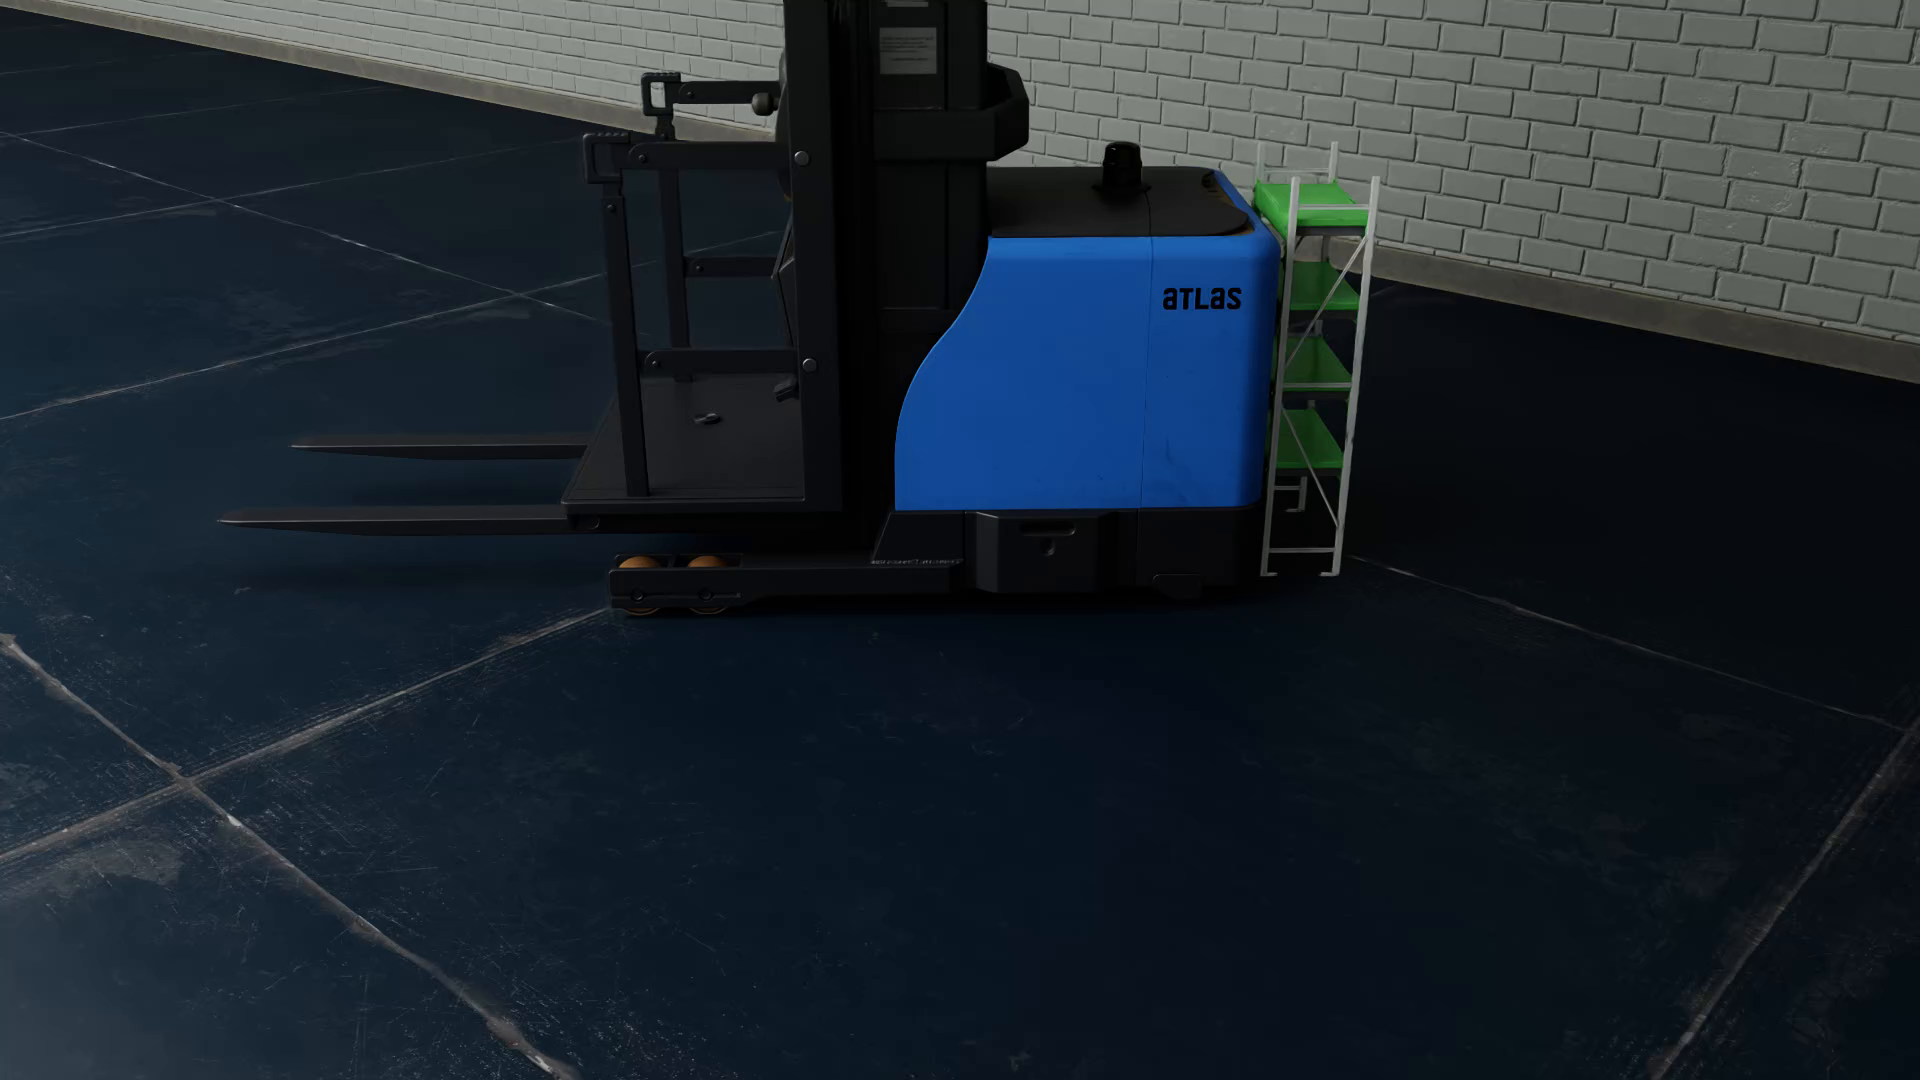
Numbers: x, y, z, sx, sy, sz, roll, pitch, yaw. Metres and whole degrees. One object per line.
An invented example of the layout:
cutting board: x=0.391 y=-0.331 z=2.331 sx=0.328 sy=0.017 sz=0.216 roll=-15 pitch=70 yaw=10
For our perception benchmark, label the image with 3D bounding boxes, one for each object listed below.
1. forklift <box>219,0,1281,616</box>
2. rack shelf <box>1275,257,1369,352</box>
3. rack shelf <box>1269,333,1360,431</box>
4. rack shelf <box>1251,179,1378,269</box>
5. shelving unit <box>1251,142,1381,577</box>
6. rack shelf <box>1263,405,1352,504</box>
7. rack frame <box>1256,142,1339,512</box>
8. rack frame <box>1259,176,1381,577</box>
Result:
forklift: x=-0.647 y=-1.340 z=4.656 sx=3.031 sy=2.935 sz=1.130 roll=-1 pitch=24 yaw=-1
rack shelf: x=1.017 y=-0.702 z=4.917 sx=0.258 sy=0.148 sz=0.480 roll=-1 pitch=24 yaw=-1
rack shelf: x=1.017 y=-0.483 z=5.015 sx=0.258 sy=0.148 sz=0.480 roll=-1 pitch=24 yaw=-1
rack shelf: x=1.018 y=-0.921 z=4.819 sx=0.258 sy=0.148 sz=0.480 roll=-1 pitch=24 yaw=-1
shelving unit: x=1.017 y=-0.541 z=4.989 sx=0.258 sy=1.200 sz=0.503 roll=-1 pitch=24 yaw=-1
rack shelf: x=1.016 y=-0.264 z=5.114 sx=0.258 sy=0.148 sz=0.480 roll=-1 pitch=24 yaw=-1
rack frame: x=1.011 y=-0.641 z=5.212 sx=0.240 sy=1.200 sz=0.015 roll=-1 pitch=24 yaw=-1
rack frame: x=1.023 y=-0.441 z=4.767 sx=0.240 sy=1.200 sz=0.015 roll=-1 pitch=24 yaw=-1
